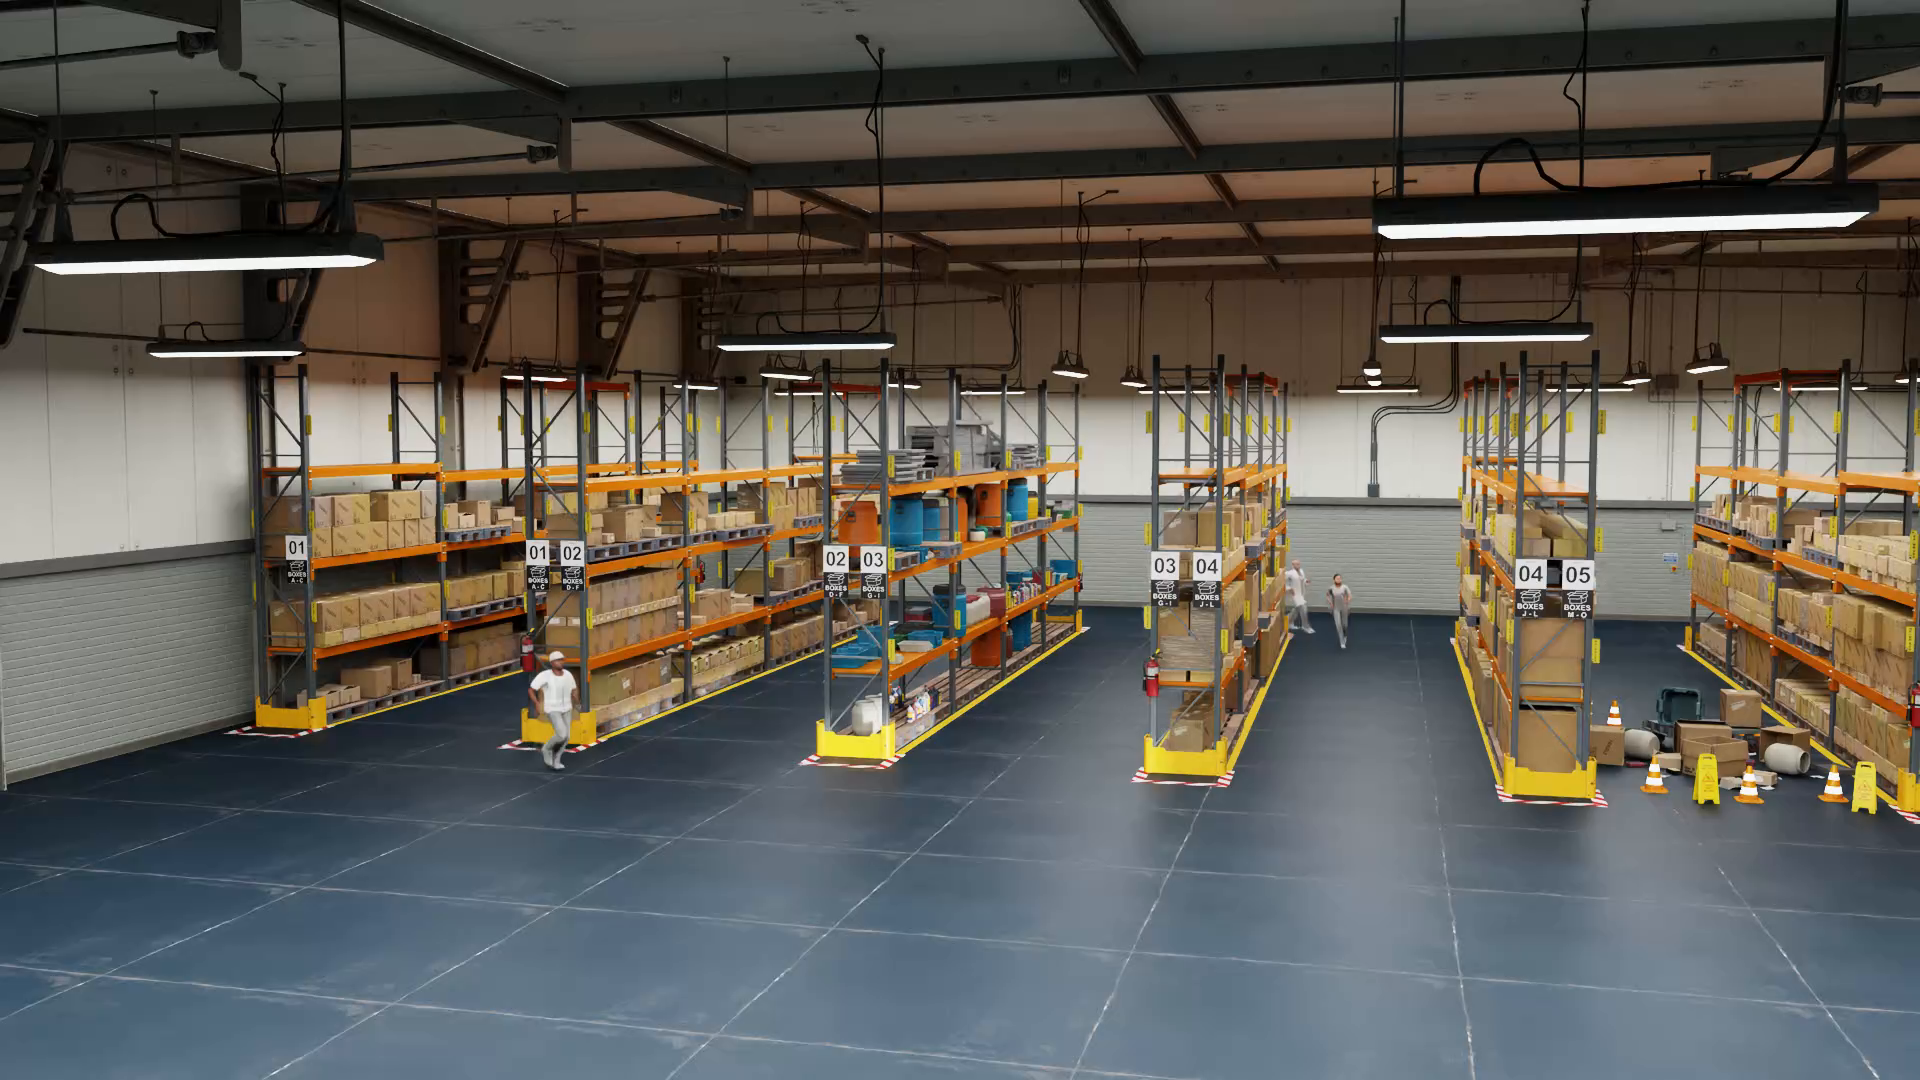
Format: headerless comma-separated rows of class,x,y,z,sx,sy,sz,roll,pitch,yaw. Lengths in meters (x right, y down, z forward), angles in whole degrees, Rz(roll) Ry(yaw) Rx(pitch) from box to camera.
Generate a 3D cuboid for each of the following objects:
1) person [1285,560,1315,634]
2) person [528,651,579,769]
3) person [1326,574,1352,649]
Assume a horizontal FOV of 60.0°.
person,8.093,1.407,40.115,0.891,1.711,0.710,3,5,41
person,-5.803,2.470,24.089,0.596,1.720,0.697,3,5,40
person,8.569,1.589,37.633,0.580,1.666,0.834,1,4,8
